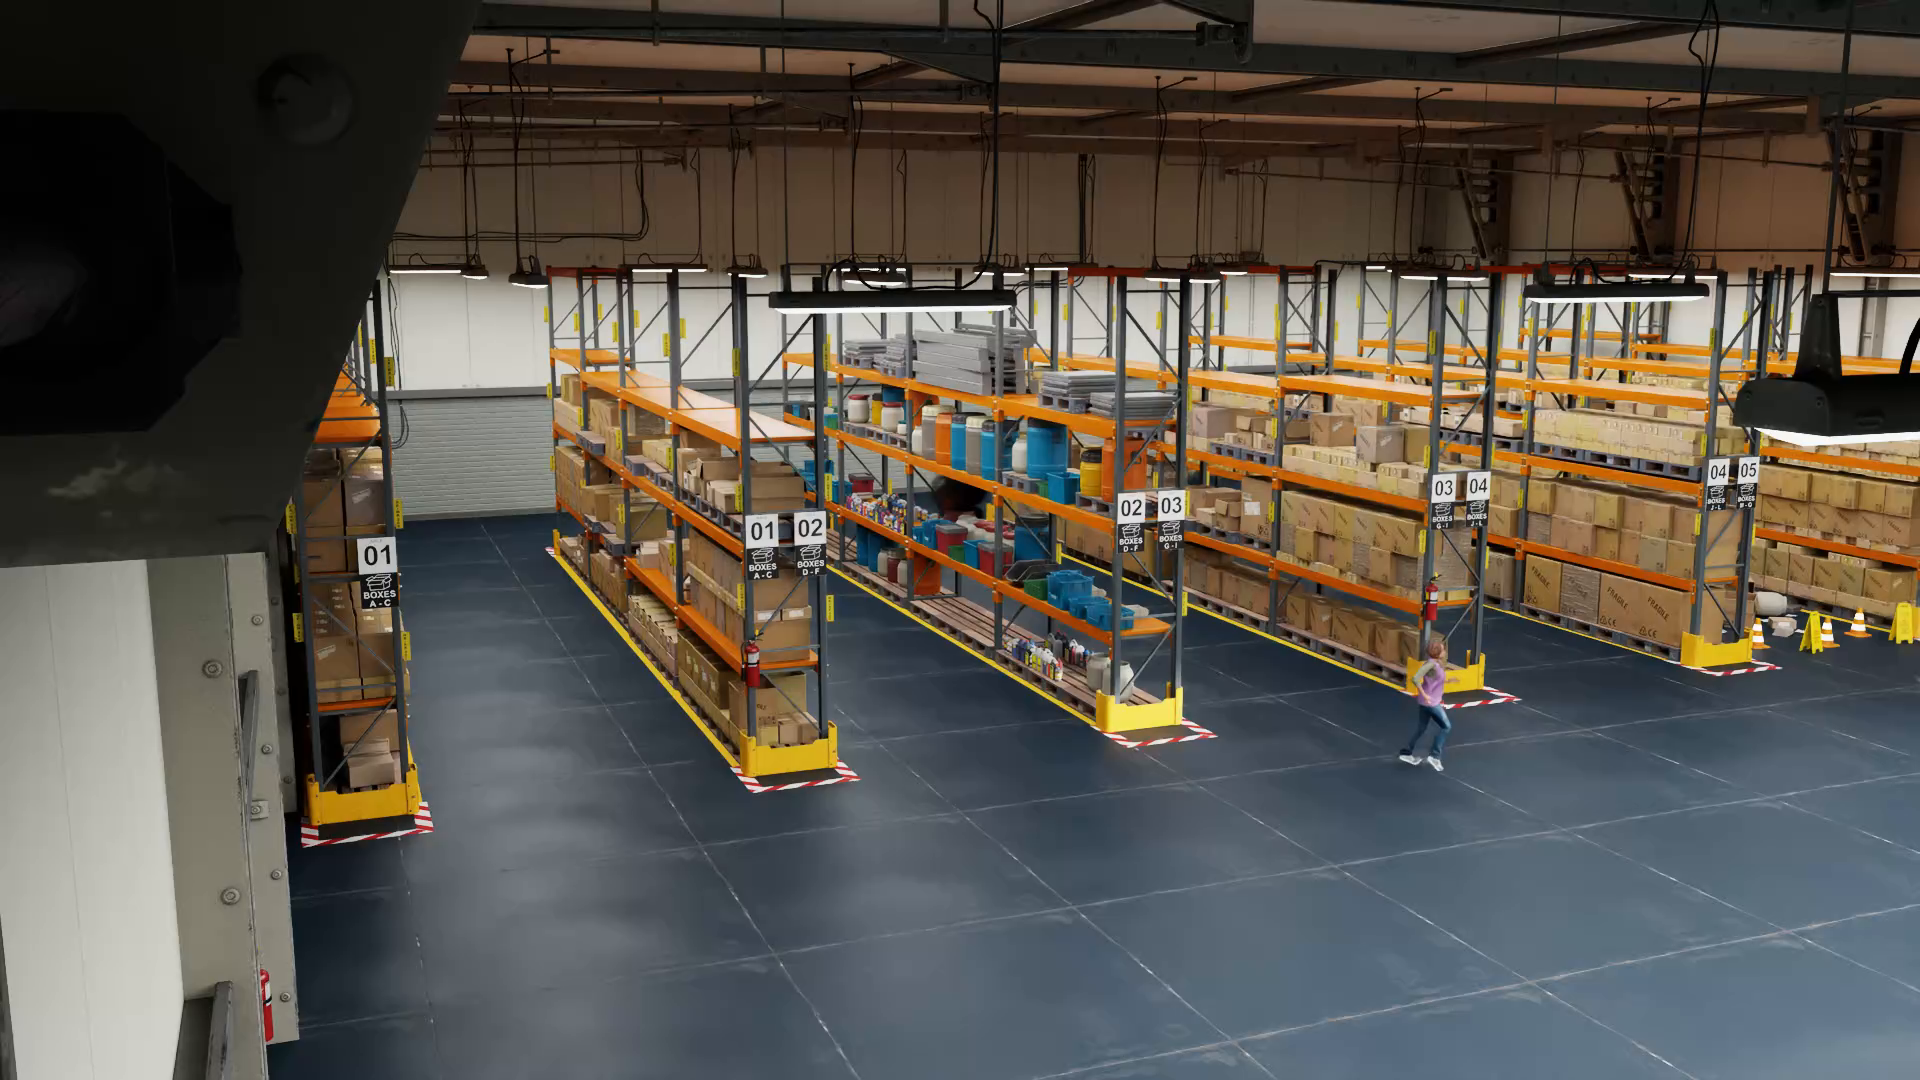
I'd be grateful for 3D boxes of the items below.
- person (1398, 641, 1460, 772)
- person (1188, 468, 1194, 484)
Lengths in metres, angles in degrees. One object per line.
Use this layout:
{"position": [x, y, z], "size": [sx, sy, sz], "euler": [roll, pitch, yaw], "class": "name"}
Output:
{"position": [5.777, 2.045, 20.444], "size": [0.701, 1.627, 0.506], "euler": [2, 10, 11], "class": "person"}
{"position": [5.680, -1.718, 41.776], "size": [0.570, 1.682, 0.788], "euler": [2, 10, 14], "class": "person"}
